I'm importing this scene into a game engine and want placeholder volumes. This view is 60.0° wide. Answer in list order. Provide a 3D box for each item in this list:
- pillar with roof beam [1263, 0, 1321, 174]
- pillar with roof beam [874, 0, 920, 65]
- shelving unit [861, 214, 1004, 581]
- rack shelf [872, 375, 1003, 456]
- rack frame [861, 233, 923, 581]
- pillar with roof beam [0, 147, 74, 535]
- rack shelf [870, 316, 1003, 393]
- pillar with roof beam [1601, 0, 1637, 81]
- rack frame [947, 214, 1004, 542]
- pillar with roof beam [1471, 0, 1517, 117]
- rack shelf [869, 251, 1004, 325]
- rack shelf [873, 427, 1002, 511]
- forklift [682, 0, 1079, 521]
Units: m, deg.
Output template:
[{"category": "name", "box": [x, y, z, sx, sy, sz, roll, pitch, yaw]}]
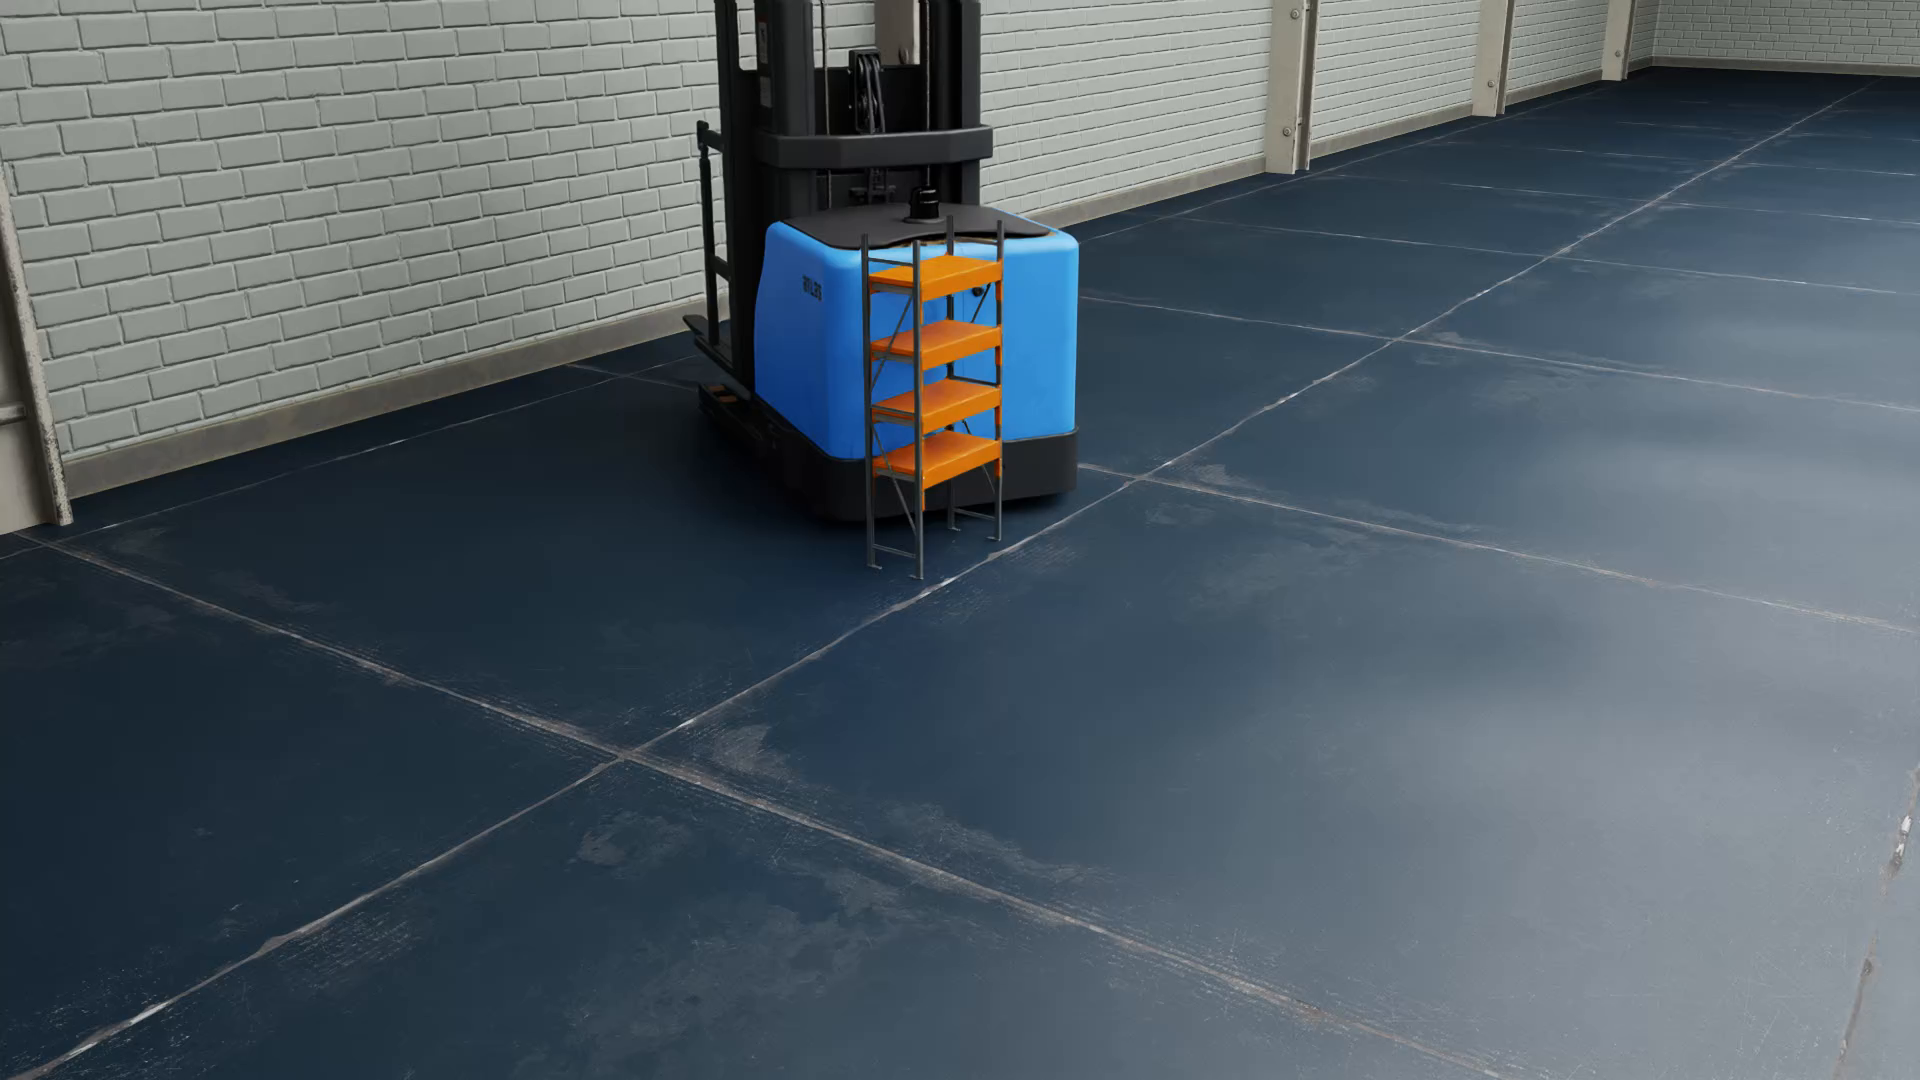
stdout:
[{"category": "pillar with roof beam", "box": [6.631, -6.867, 11.859, 9.100, 9.000, 0.400, 13, 24, 32]}, {"category": "pillar with roof beam", "box": [3.258, -5.146, 7.205, 9.100, 9.000, 0.400, 13, 24, 32]}, {"category": "shelving unit", "box": [-0.089, -0.513, 5.921, 0.258, 1.200, 0.503, 14, 25, 33]}, {"category": "rack shelf", "box": [-0.089, -0.449, 5.944, 0.258, 0.148, 0.480, 14, 25, 33]}, {"category": "rack frame", "box": [-0.232, -0.444, 5.736, 0.240, 1.200, 0.015, 14, 25, 33]}, {"category": "pillar with roof beam", "box": [-0.114, -3.424, 2.551, 9.100, 9.000, 0.400, 13, 24, 32]}, {"category": "rack shelf", "box": [-0.089, -0.659, 5.867, 0.258, 0.148, 0.480, 14, 25, 33]}, {"category": "pillar with roof beam", "box": [13.377, -10.310, 21.167, 9.100, 9.000, 0.400, 13, 24, 32]}, {"category": "rack frame", "box": [0.054, -0.581, 6.106, 0.240, 1.200, 0.015, 14, 25, 33]}, {"category": "pillar with roof beam", "box": [10.004, -8.589, 16.513, 9.100, 9.000, 0.400, 13, 24, 32]}, {"category": "rack shelf", "box": [-0.089, -0.881, 5.785, 0.258, 0.148, 0.480, 14, 25, 33]}, {"category": "rack shelf", "box": [-0.089, -0.263, 6.013, 0.258, 0.148, 0.480, 14, 25, 33]}, {"category": "forklift", "box": [-0.572, -1.920, 7.231, 1.130, 2.935, 3.031, -8, 22, -21]}]
